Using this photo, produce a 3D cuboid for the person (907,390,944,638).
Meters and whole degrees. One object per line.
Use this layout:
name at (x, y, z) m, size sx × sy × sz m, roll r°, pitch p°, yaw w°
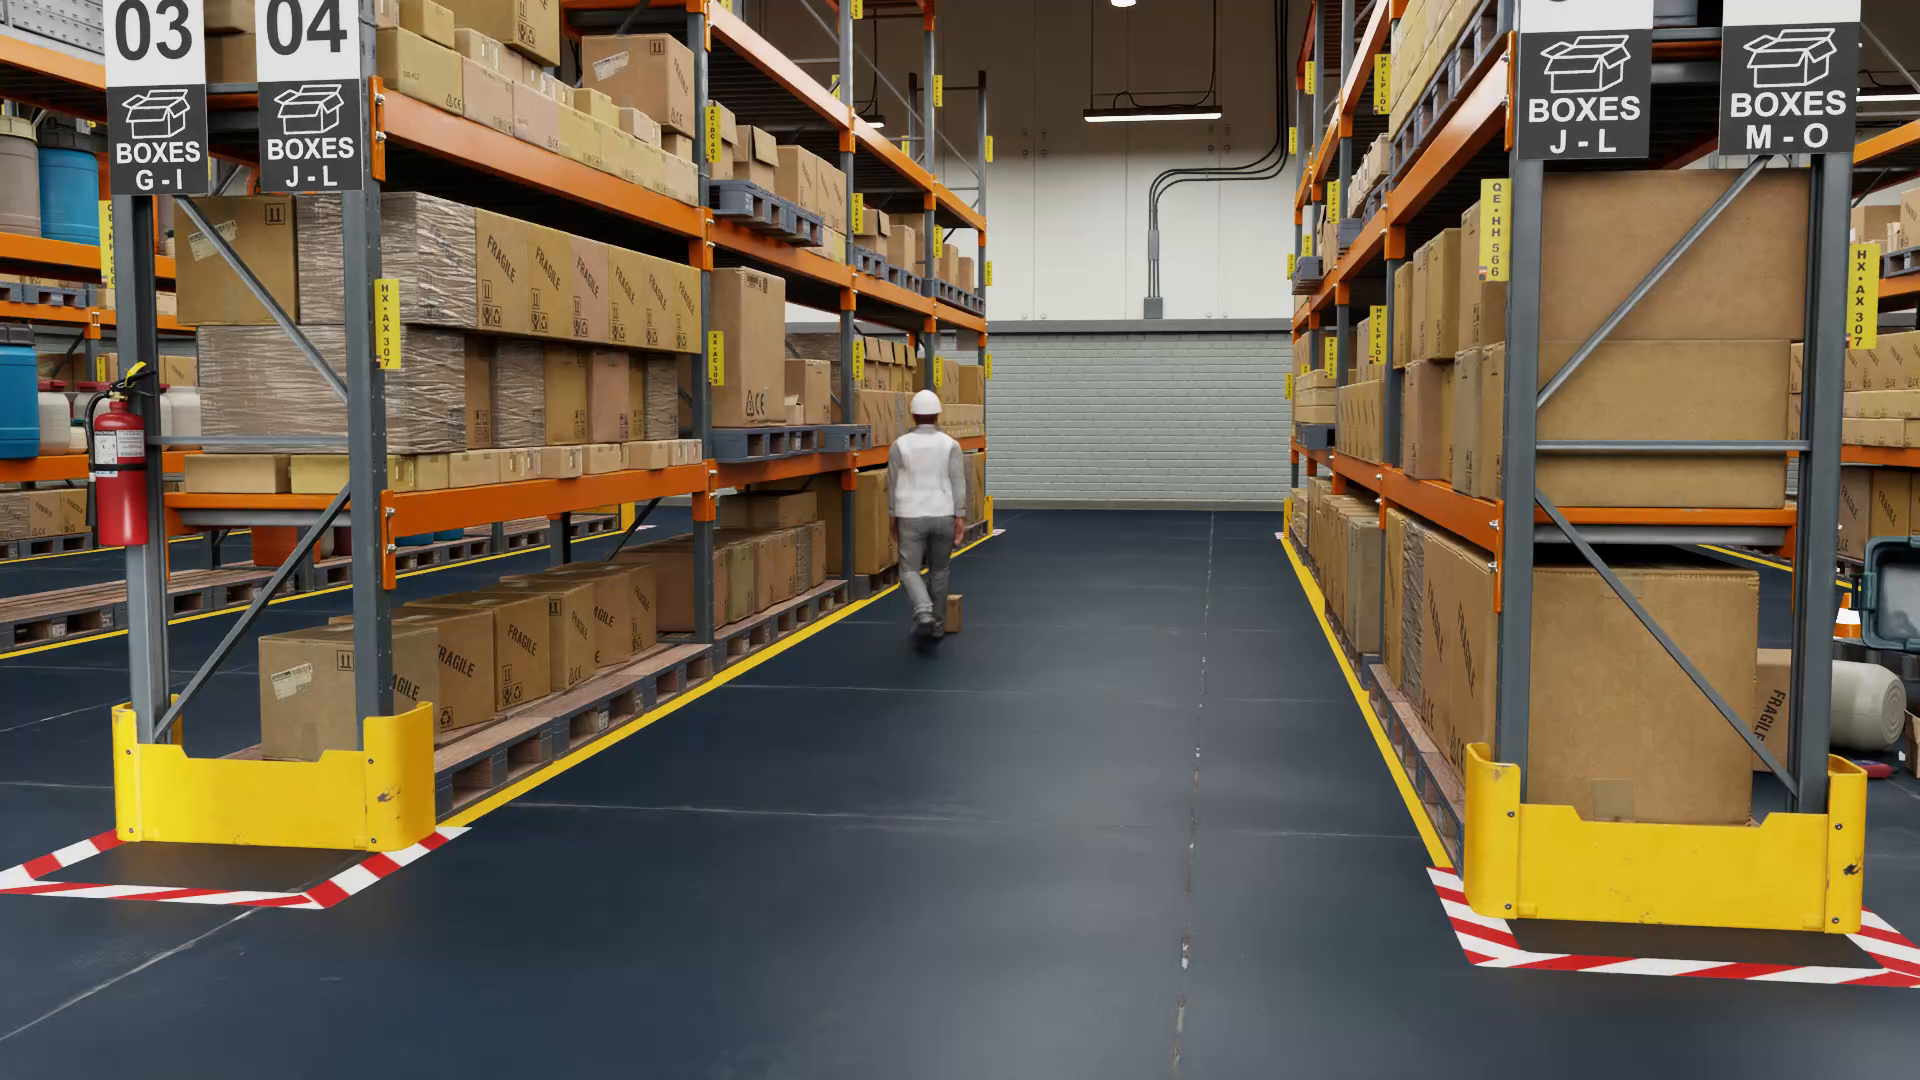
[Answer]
person at (-4.820, -2.287, 12.754) m, size 8.750 × 5.793 × 10.837 m, roll -1°, pitch 5°, yaw -13°
